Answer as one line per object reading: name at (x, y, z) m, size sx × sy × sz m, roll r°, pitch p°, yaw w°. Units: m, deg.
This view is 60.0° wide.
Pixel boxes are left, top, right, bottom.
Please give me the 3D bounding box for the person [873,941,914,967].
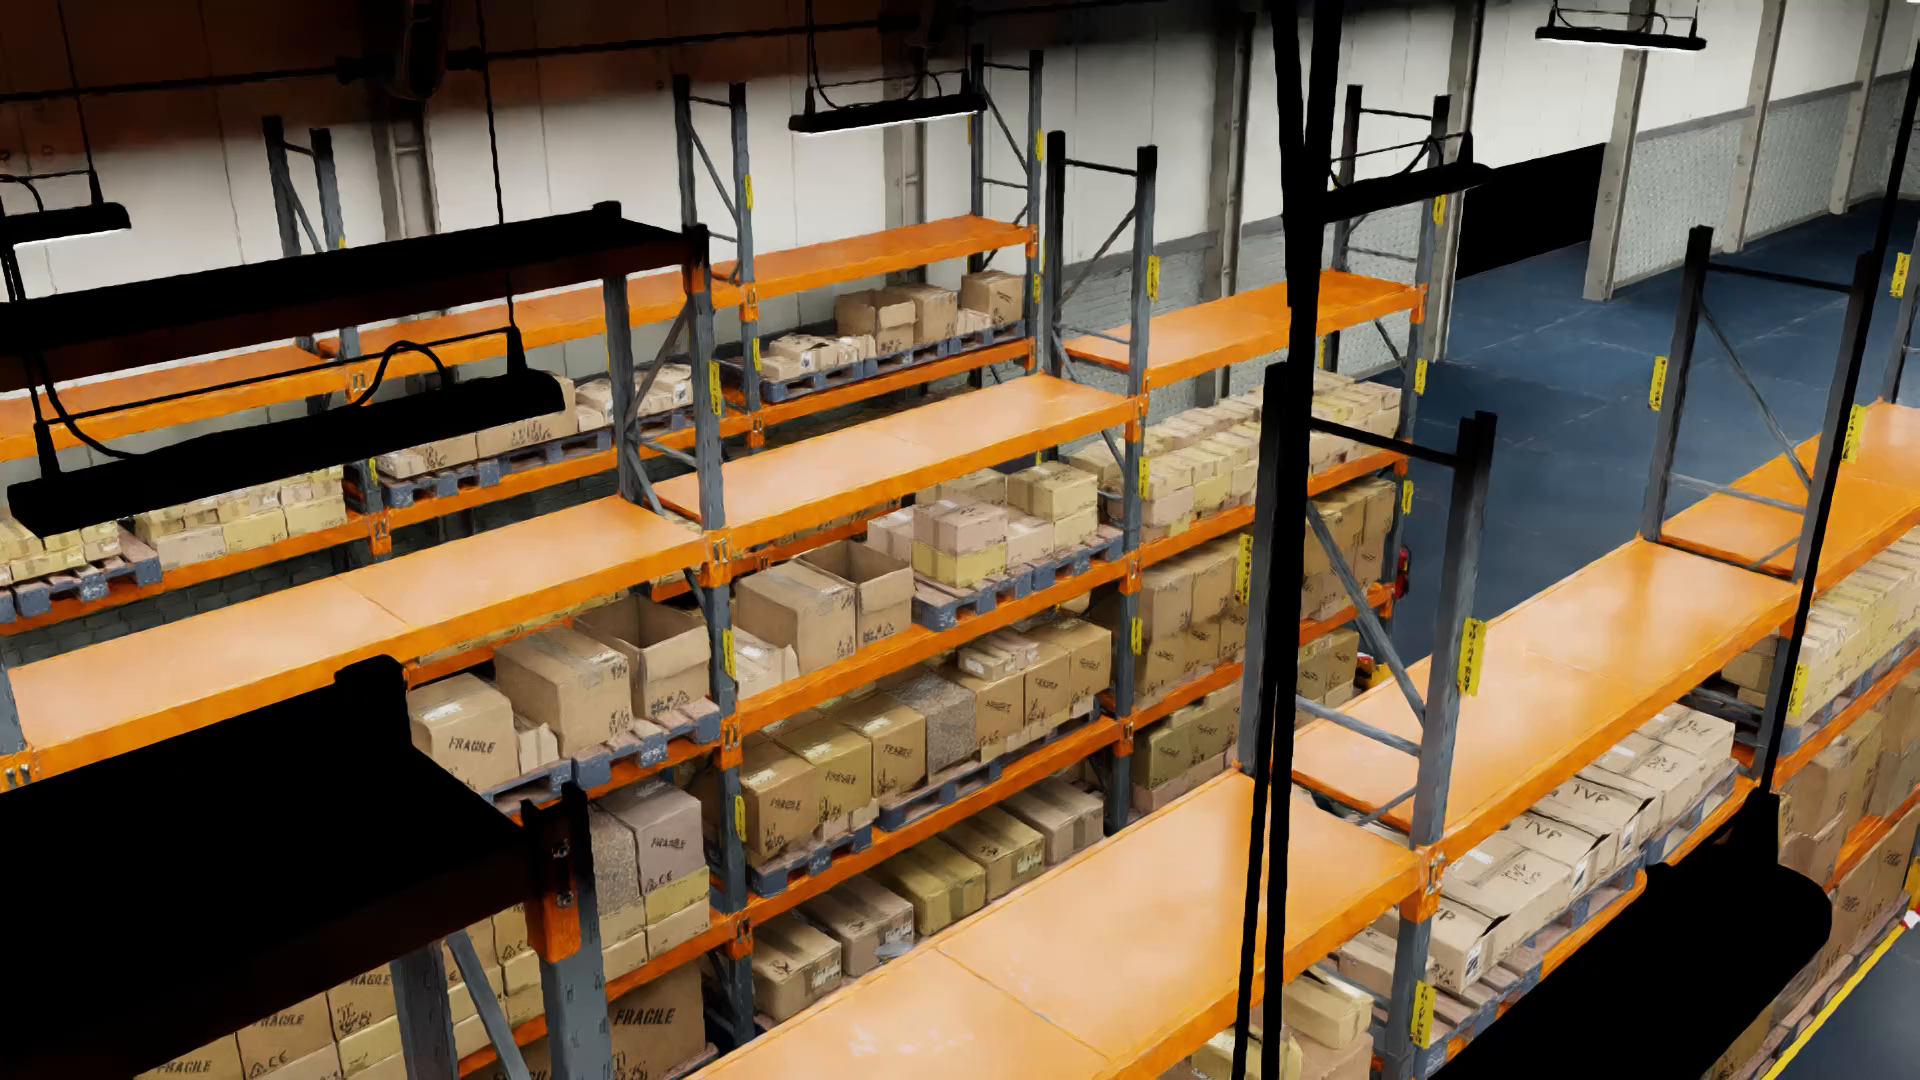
person at (-0.404, 3.301, 10.650) m, size 0.573 × 1.664 × 0.551 m, roll -7°, pitch 24°, yaw -17°
